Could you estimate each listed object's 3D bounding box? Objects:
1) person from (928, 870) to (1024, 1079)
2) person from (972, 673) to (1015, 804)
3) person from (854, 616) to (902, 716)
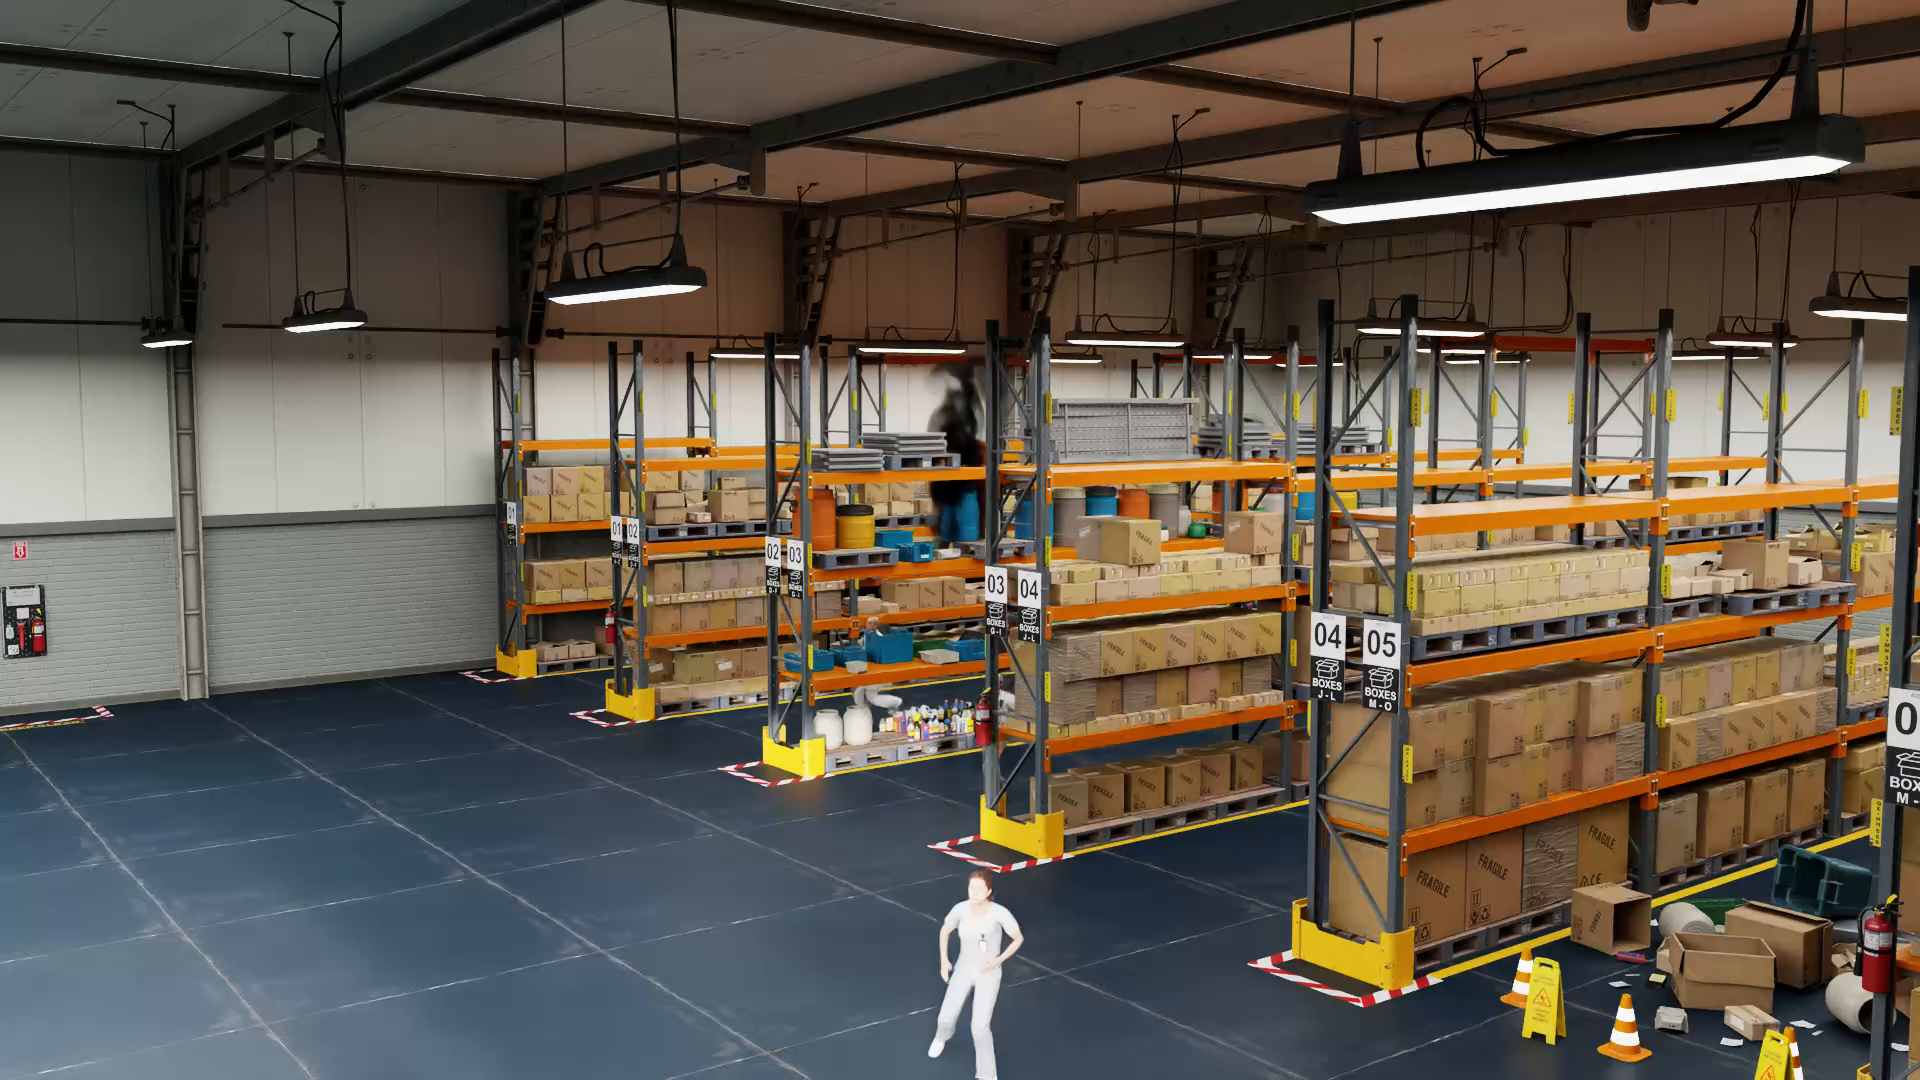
[{"bbox_3d":[0.093,3.279,12.505,0.783,1.667,0.677,1,5,16],"label":"person"},{"bbox_3d":[0.449,2.513,21.043,0.603,1.721,0.713,4,7,41],"label":"person"},{"bbox_3d":[-1.329,2.049,25.686,0.880,1.765,0.706,-4,6,-36],"label":"person"}]
